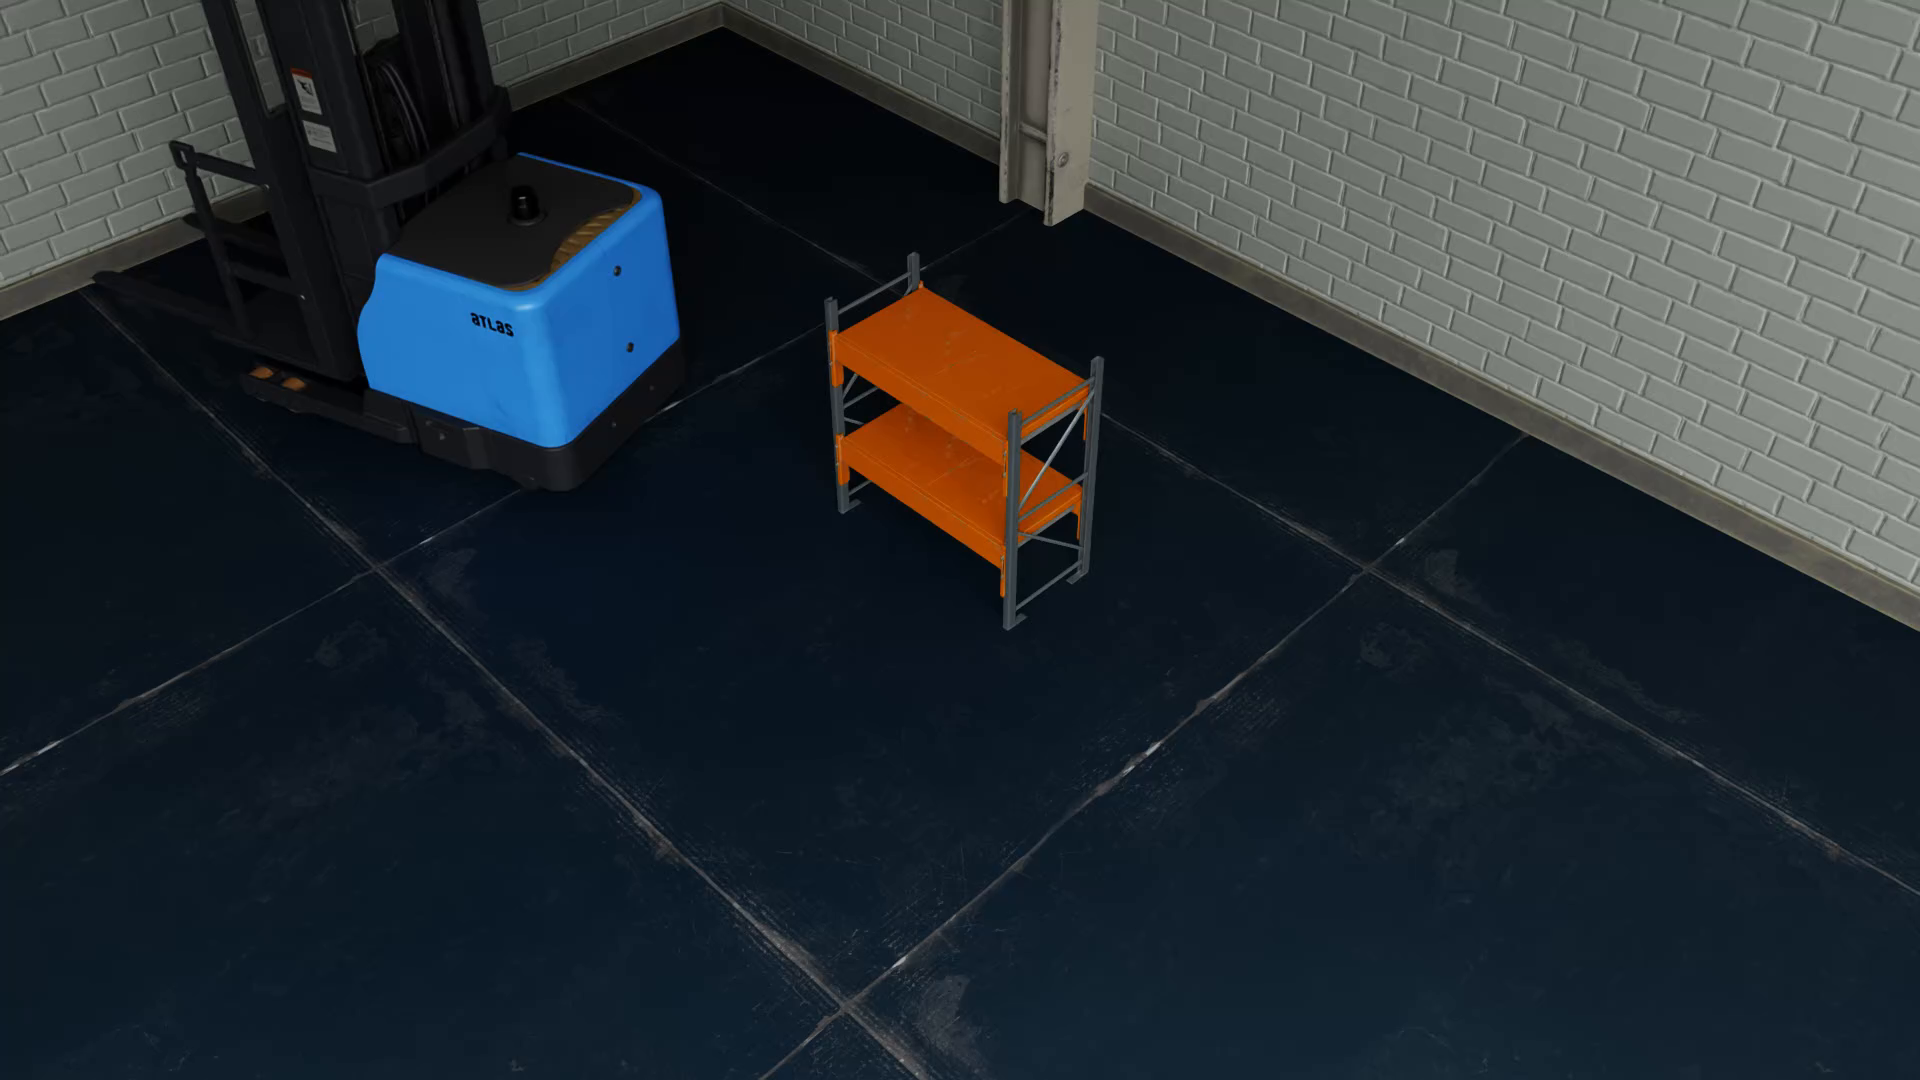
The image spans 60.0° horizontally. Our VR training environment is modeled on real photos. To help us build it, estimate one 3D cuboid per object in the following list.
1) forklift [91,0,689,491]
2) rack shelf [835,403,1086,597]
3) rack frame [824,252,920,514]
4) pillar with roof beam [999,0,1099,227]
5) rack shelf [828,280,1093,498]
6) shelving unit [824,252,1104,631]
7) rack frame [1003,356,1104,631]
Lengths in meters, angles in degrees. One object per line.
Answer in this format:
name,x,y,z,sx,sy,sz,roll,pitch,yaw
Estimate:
forklift,-2.858,-1.984,7.238,3.031,2.935,1.130,18,46,19
rack shelf,0.005,-0.230,7.031,0.538,0.278,1.000,-34,53,-31
rack frame,-0.354,-0.654,7.129,0.500,1.125,0.032,-34,53,-31
pillar with roof beam,-2.586,-3.124,4.000,9.100,9.000,0.400,-34,53,-31
rack shelf,0.005,-0.625,6.666,0.538,0.278,1.000,-34,53,-31
shelving unit,0.005,-0.410,6.865,0.538,1.125,1.048,-34,53,-31
rack frame,0.364,-0.166,6.600,0.500,1.125,0.032,-34,53,-31
